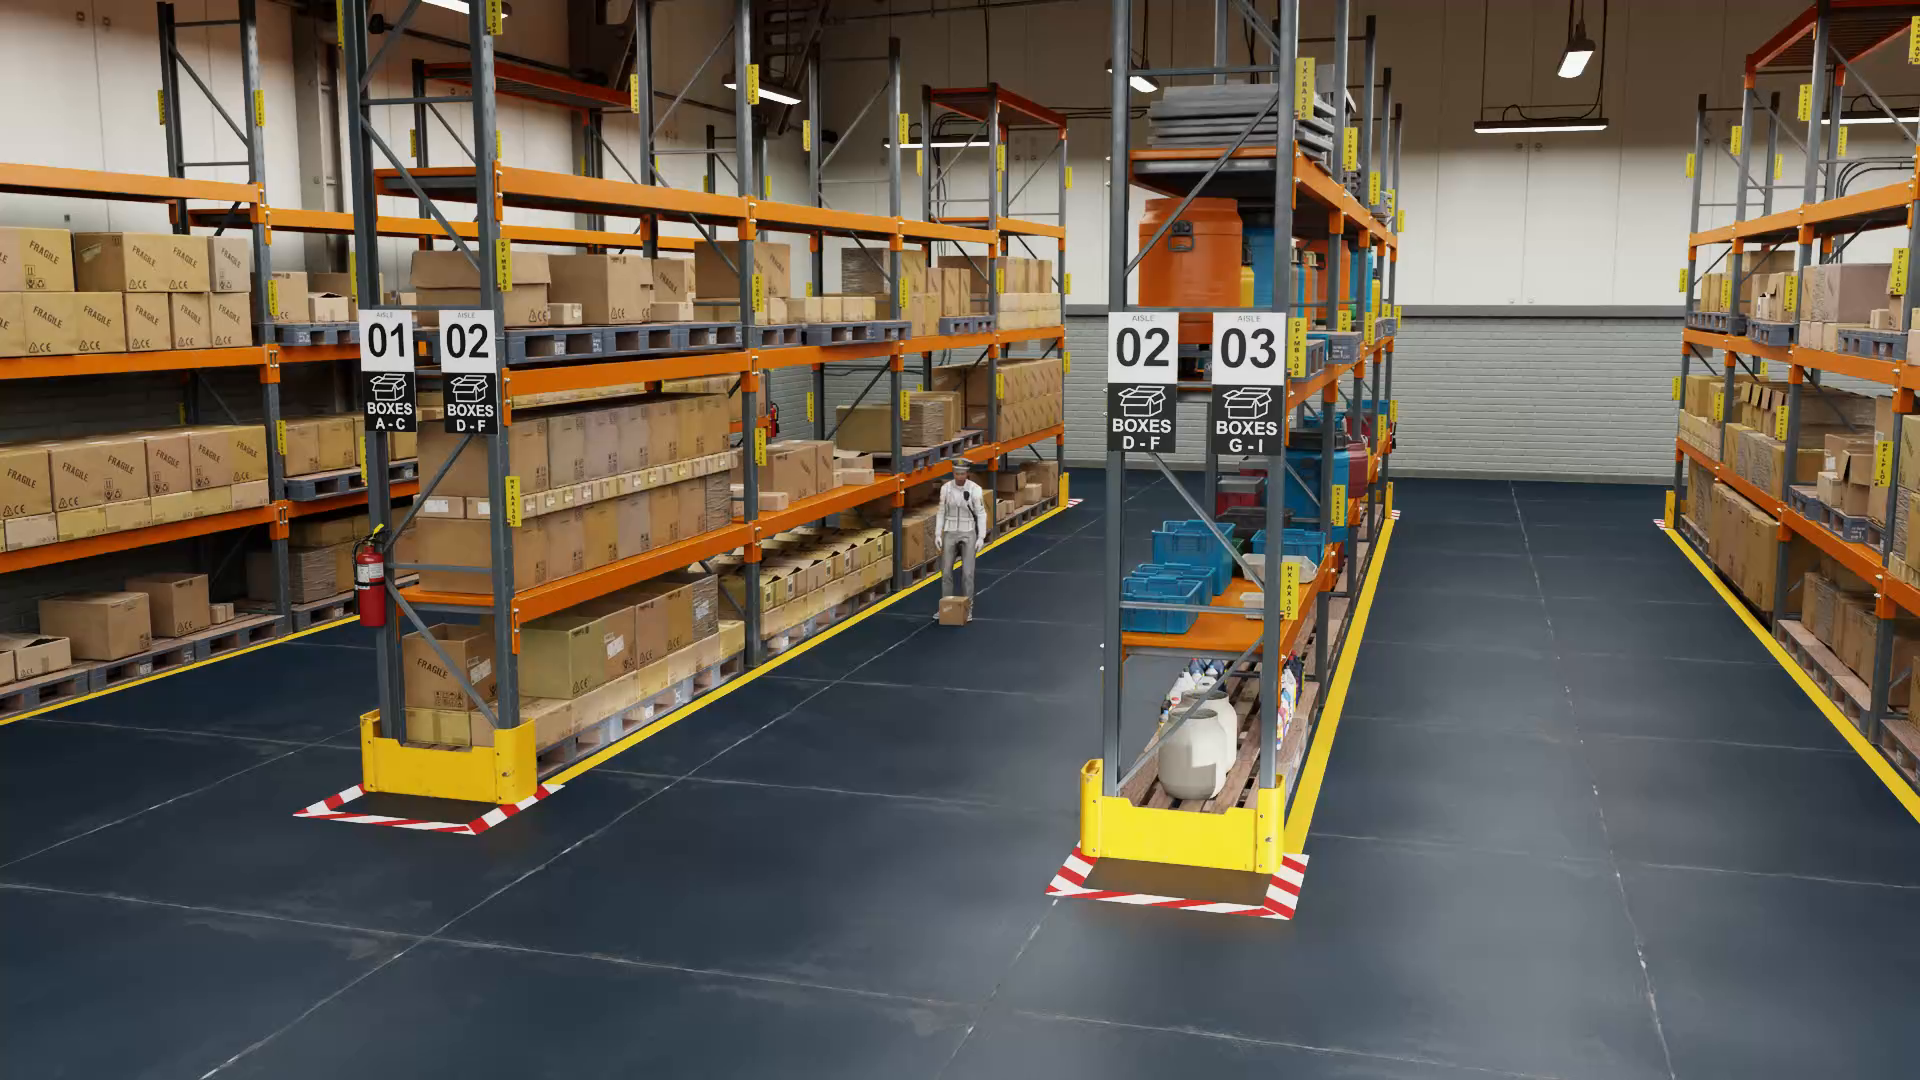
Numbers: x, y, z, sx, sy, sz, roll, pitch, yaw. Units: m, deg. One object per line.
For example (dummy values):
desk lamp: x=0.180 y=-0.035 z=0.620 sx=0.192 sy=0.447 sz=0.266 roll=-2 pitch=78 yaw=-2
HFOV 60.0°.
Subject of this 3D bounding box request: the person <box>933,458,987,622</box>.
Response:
person: x=0.000 y=-0.015 z=16.934 sx=0.532 sy=1.662 sz=0.418 roll=2 pitch=9 yaw=13
